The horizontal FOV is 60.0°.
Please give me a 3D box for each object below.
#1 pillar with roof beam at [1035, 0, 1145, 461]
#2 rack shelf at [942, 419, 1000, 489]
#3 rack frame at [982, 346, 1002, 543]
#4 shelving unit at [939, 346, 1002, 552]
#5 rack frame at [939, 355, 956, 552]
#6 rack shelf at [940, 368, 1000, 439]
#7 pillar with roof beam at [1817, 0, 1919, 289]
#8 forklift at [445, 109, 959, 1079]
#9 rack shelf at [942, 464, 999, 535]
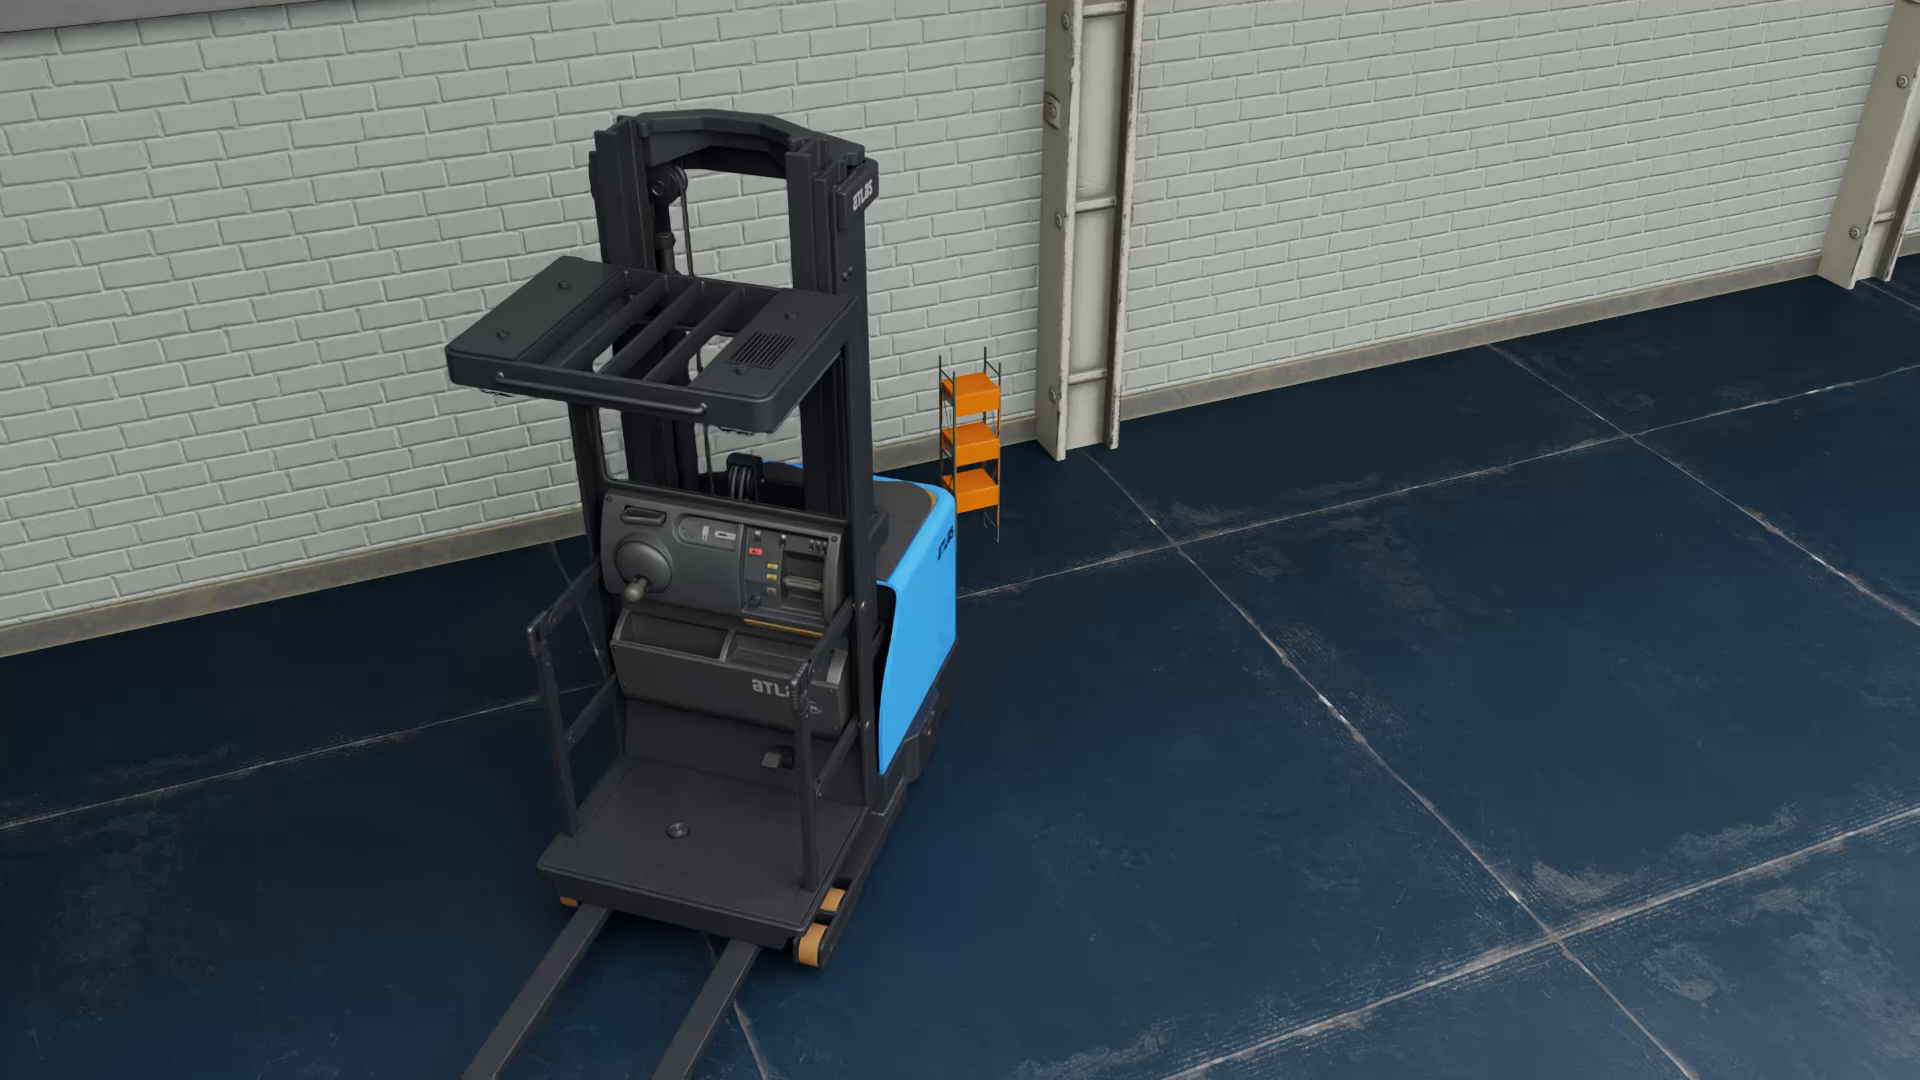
[{"bbox_3d":[2.338,-2.176,3.843,0.400,9.000,9.100,-13,35,-19],"label":"pillar with roof beam"},{"bbox_3d":[0.049,-0.442,8.487,0.240,0.259,0.215,-13,35,-19],"label":"rack shelf"},{"bbox_3d":[0.162,-0.477,8.521,0.008,1.050,0.200,-13,35,-19],"label":"rack frame"},{"bbox_3d":[0.049,-0.451,8.481,0.252,1.050,0.215,-13,35,-19],"label":"shelving unit"},{"bbox_3d":[-0.063,-0.426,8.441,0.008,1.050,0.200,-13,35,-19],"label":"rack frame"},{"bbox_3d":[0.049,-0.680,8.332,0.240,0.259,0.215,-13,35,-19],"label":"rack shelf"},{"bbox_3d":[7.870,-3.443,5.790,0.400,9.000,9.100,-13,35,-19],"label":"pillar with roof beam"},{"bbox_3d":[-0.934,0.134,5.856,1.130,2.935,3.031,10,34,15],"label":"forklift"},{"bbox_3d":[0.049,-0.210,8.638,0.240,0.259,0.215,-13,35,-19],"label":"rack shelf"}]
